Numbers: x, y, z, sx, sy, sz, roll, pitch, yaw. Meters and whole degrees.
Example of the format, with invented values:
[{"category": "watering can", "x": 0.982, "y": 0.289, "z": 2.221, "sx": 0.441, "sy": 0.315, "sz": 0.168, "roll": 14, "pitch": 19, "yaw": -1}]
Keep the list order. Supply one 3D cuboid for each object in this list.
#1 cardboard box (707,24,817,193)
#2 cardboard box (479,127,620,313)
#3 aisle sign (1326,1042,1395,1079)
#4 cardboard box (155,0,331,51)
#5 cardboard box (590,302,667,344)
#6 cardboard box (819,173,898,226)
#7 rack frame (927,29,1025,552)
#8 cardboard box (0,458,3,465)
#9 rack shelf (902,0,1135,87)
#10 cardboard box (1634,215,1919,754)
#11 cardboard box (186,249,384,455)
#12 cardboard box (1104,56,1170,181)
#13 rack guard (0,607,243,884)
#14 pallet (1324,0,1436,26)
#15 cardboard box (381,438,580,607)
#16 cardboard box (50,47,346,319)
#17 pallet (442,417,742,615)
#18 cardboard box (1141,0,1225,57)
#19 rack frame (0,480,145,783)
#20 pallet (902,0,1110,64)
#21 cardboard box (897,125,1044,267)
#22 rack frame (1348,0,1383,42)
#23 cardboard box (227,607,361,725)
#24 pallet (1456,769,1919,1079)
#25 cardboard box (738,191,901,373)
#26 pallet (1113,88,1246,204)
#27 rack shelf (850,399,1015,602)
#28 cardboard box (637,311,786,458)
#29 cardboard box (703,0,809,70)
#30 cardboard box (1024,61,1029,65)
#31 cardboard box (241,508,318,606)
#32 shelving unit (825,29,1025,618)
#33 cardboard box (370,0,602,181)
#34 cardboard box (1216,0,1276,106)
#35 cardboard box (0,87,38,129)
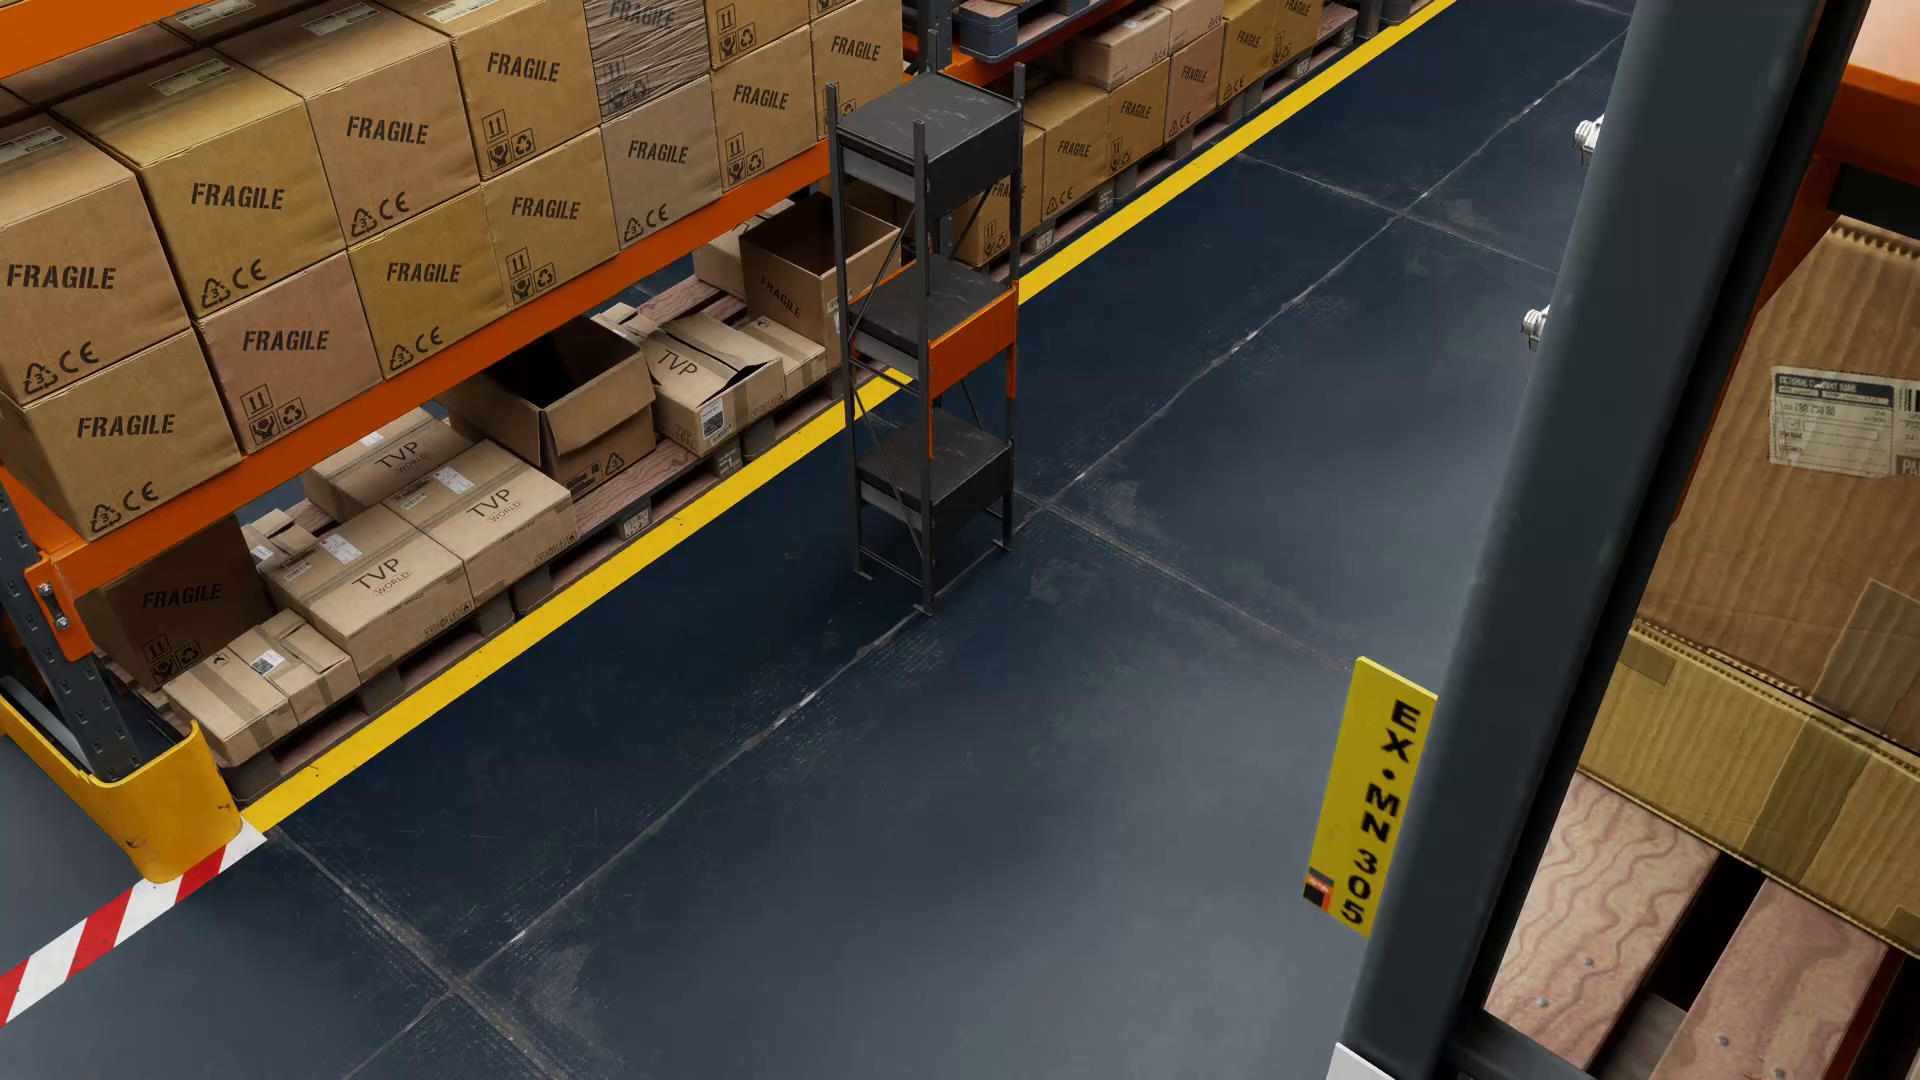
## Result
[{"category": "cardboard box", "x": -0.909, "y": -1.719, "z": 6.336, "sx": 0.500, "sy": 0.500, "sz": 0.500, "roll": 31, "pitch": 51, "yaw": 29}, {"category": "cardboard box", "x": -1.563, "y": -1.190, "z": 5.754, "sx": 0.500, "sy": 0.500, "sz": 0.500, "roll": 30, "pitch": 50, "yaw": 29}, {"category": "aisle sign", "x": 0.491, "y": 0.832, "z": 1.673, "sx": 0.394, "sy": 0.787, "sz": 0.004, "roll": 29, "pitch": 50, "yaw": 28}, {"category": "cardboard box", "x": -2.296, "y": -1.541, "z": 5.398, "sx": 0.500, "sy": 0.500, "sz": 0.500, "roll": 31, "pitch": 51, "yaw": 29}, {"category": "cardboard box", "x": -1.437, "y": -0.859, "z": 7.244, "sx": 0.380, "sy": 0.166, "sz": 0.250, "roll": 29, "pitch": 50, "yaw": 28}, {"category": "cardboard box", "x": -0.354, "y": -1.932, "z": 8.177, "sx": 0.500, "sy": 0.500, "sz": 0.500, "roll": 29, "pitch": 50, "yaw": 28}, {"category": "rack frame", "x": 0.050, "y": -0.817, "z": 6.088, "sx": 0.400, "sy": 2.100, "sz": 0.015, "roll": 29, "pitch": 50, "yaw": 28}, {"category": "cardboard box", "x": -2.947, "y": -0.642, "z": 5.152, "sx": 0.500, "sy": 0.500, "sz": 0.500, "roll": 31, "pitch": 51, "yaw": 30}, {"category": "rack shelf", "x": 0.835, "y": -3.080, "z": 8.442, "sx": 1.077, "sy": 0.370, "sz": 4.000, "roll": 29, "pitch": 50, "yaw": 28}, {"category": "cardboard box", "x": 1.029, "y": -0.133, "z": 1.604, "sx": 0.500, "sy": 0.500, "sz": 0.500, "roll": 29, "pitch": 50, "yaw": 28}, {"category": "cardboard box", "x": -2.211, "y": -0.676, "z": 5.189, "sx": 0.500, "sy": 0.500, "sz": 0.500, "roll": 29, "pitch": 50, "yaw": 28}, {"category": "cardboard box", "x": 0.707, "y": -2.231, "z": 8.505, "sx": 0.500, "sy": 0.500, "sz": 0.500, "roll": 30, "pitch": 50, "yaw": 29}, {"category": "rack guard", "x": -2.978, "y": 0.629, "z": 5.686, "sx": 1.175, "sy": 0.500, "sz": 0.348, "roll": 29, "pitch": 50, "yaw": 28}, {"category": "pallet", "x": 2.681, "y": -3.751, "z": 10.719, "sx": 1.003, "sy": 0.211, "sz": 1.213, "roll": 29, "pitch": 50, "yaw": 28}, {"category": "cardboard box", "x": -1.816, "y": -0.074, "z": 6.319, "sx": 0.500, "sy": 0.250, "sz": 0.500, "roll": 29, "pitch": 50, "yaw": 28}, {"category": "cardboard box", "x": -2.209, "y": -1.050, "z": 4.858, "sx": 0.500, "sy": 0.500, "sz": 0.500, "roll": 30, "pitch": 50, "yaw": 29}, {"category": "pallet", "x": -1.680, "y": -0.300, "z": 6.923, "sx": 1.003, "sy": 0.211, "sz": 1.213, "roll": 29, "pitch": 50, "yaw": 28}, {"category": "cardboard box", "x": 1.011, "y": -2.749, "z": 8.517, "sx": 0.500, "sy": 0.250, "sz": 0.500, "roll": 29, "pitch": 49, "yaw": 28}, {"category": "rack frame", "x": -3.027, "y": -0.257, "z": 4.803, "sx": 1.000, "sy": 3.000, "sz": 0.127, "roll": 29, "pitch": 50, "yaw": 28}, {"category": "pallet", "x": 0.145, "y": -2.609, "z": 7.533, "sx": 1.003, "sy": 0.211, "sz": 1.213, "roll": 29, "pitch": 50, "yaw": 28}, {"category": "cardboard box", "x": 0.045, "y": -1.698, "z": 7.919, "sx": 0.500, "sy": 0.500, "sz": 0.500, "roll": 27, "pitch": 49, "yaw": 27}, {"category": "rack frame", "x": 2.122, "y": -4.376, "z": 9.333, "sx": 1.000, "sy": 3.000, "sz": 0.127, "roll": 29, "pitch": 50, "yaw": 28}, {"category": "cardboard box", "x": -2.333, "y": 0.433, "z": 5.823, "sx": 0.380, "sy": 0.166, "sz": 0.250, "roll": 29, "pitch": 50, "yaw": 28}, {"category": "pallet", "x": 1.237, "y": 0.423, "z": 1.892, "sx": 1.003, "sy": 0.211, "sz": 1.213, "roll": 29, "pitch": 50, "yaw": 28}, {"category": "cardboard box", "x": -0.602, "y": -1.138, "z": 7.303, "sx": 0.500, "sy": 0.500, "sz": 0.500, "roll": 29, "pitch": 50, "yaw": 28}, {"category": "pallet", "x": 0.827, "y": -2.351, "z": 9.178, "sx": 1.003, "sy": 0.211, "sz": 1.213, "roll": 29, "pitch": 50, "yaw": 28}, {"category": "rack shelf", "x": -0.107, "y": -0.164, "z": 6.430, "sx": 0.431, "sy": 0.518, "sz": 0.480, "roll": 29, "pitch": 50, "yaw": 28}, {"category": "cardboard box", "x": -1.085, "y": -0.682, "z": 6.942, "sx": 0.500, "sy": 0.311, "sz": 0.500, "roll": 29, "pitch": 50, "yaw": 28}, {"category": "cardboard box", "x": -0.907, "y": -2.086, "z": 5.997, "sx": 0.500, "sy": 0.500, "sz": 0.500, "roll": 29, "pitch": 49, "yaw": 28}, {"category": "cardboard box", "x": 0.293, "y": -2.441, "z": 8.736, "sx": 0.500, "sy": 0.500, "sz": 0.500, "roll": 30, "pitch": 50, "yaw": 29}, {"category": "cardboard box", "x": -2.536, "y": 0.073, "z": 6.219, "sx": 0.380, "sy": 0.166, "sz": 0.250, "roll": 29, "pitch": 50, "yaw": 28}, {"category": "shelving unit", "x": -0.107, "y": -0.692, "z": 5.950, "sx": 0.431, "sy": 2.100, "sz": 0.503, "roll": 29, "pitch": 50, "yaw": 28}, {"category": "cardboard box", "x": -1.557, "y": -1.568, "z": 5.427, "sx": 0.500, "sy": 0.500, "sz": 0.500, "roll": 29, "pitch": 50, "yaw": 28}, {"category": "cardboard box", "x": 1.366, "y": -2.764, "z": 9.091, "sx": 0.500, "sy": 0.500, "sz": 0.500, "roll": 28, "pitch": 49, "yaw": 27}, {"category": "cardboard box", "x": -2.951, "y": -1.012, "z": 4.815, "sx": 0.500, "sy": 0.500, "sz": 0.500, "roll": 29, "pitch": 50, "yaw": 28}]
